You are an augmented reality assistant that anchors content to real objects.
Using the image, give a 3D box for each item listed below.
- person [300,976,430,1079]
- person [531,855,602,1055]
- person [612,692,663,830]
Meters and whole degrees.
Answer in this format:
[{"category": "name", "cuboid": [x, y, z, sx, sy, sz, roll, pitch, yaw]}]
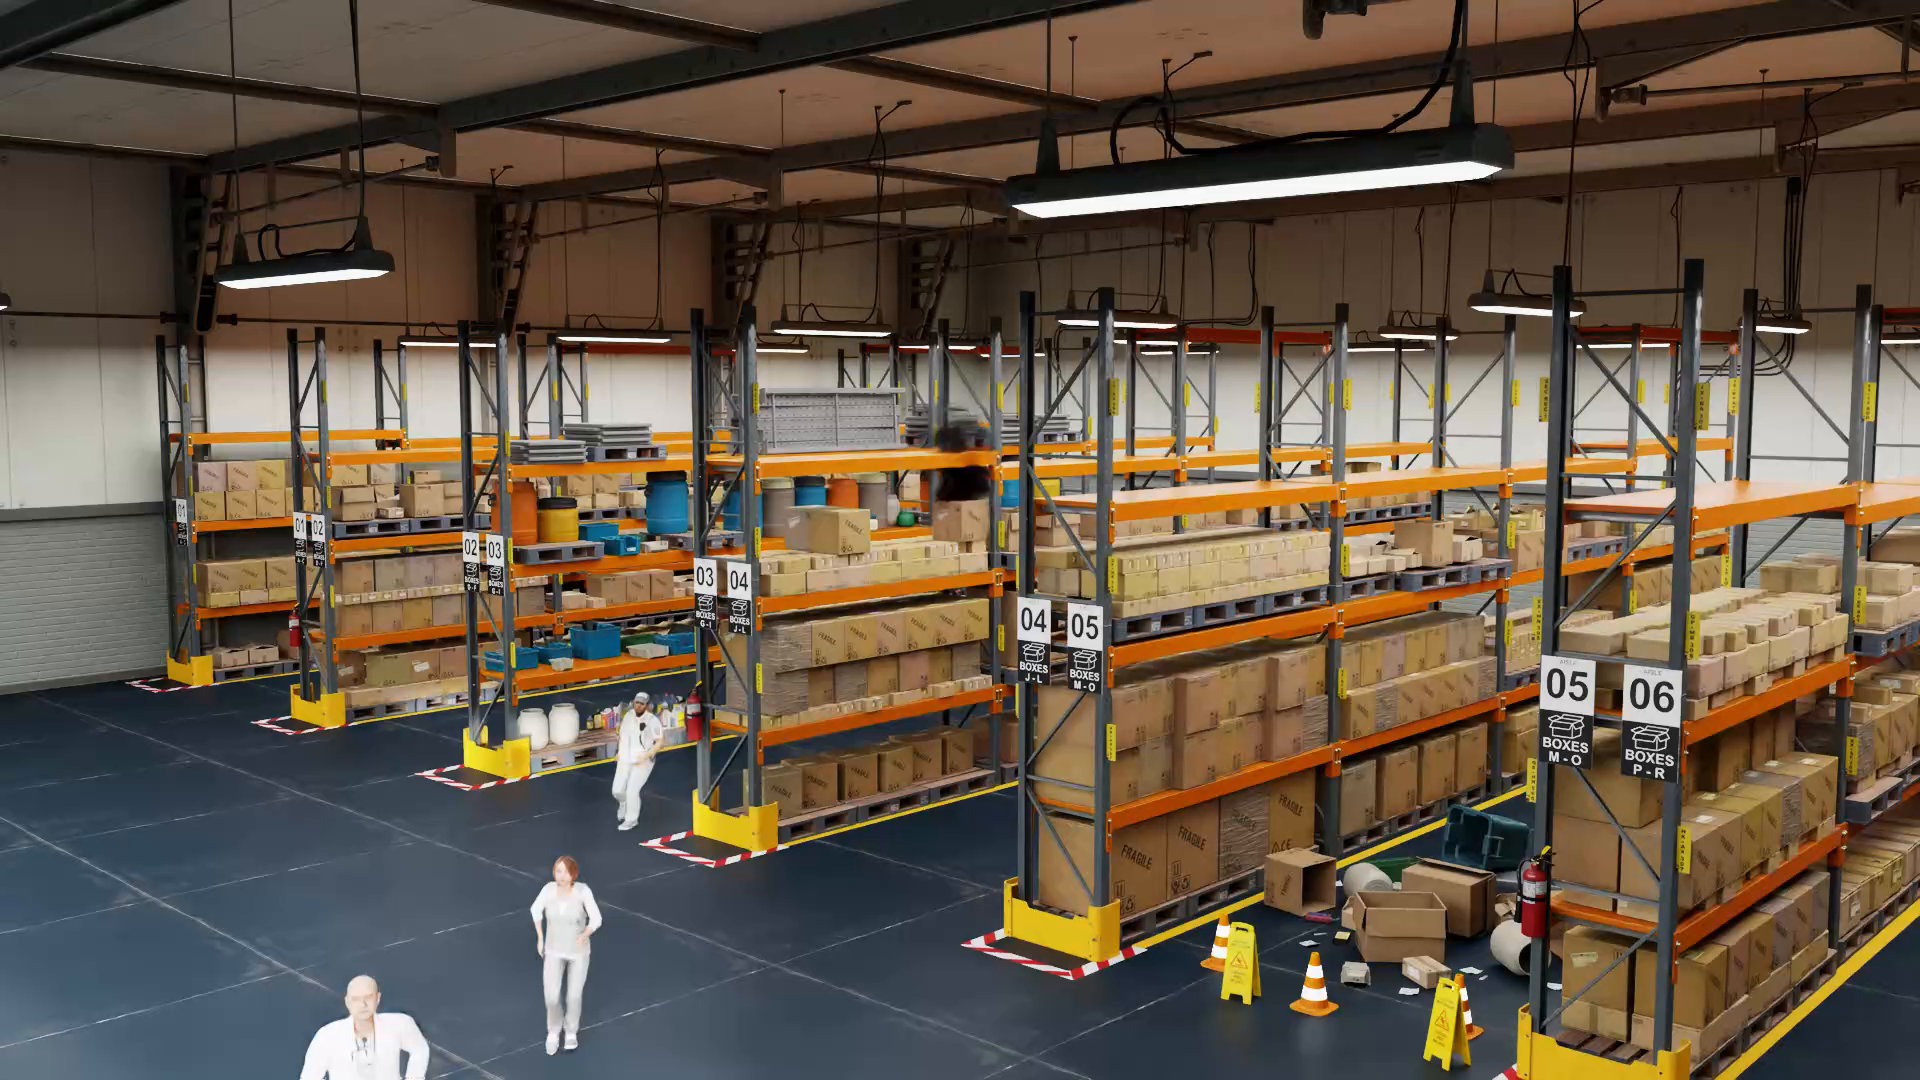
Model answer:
[{"category": "person", "cuboid": [-3.433, 3.392, 9.649, 0.717, 1.749, 0.818, -2, 6, -21]}, {"category": "person", "cuboid": [-3.010, 3.179, 12.722, 0.538, 1.569, 0.622, -1, 5, -10]}, {"category": "person", "cuboid": [-3.754, 2.555, 19.310, 0.671, 1.615, 0.519, 1, 6, 15]}]
